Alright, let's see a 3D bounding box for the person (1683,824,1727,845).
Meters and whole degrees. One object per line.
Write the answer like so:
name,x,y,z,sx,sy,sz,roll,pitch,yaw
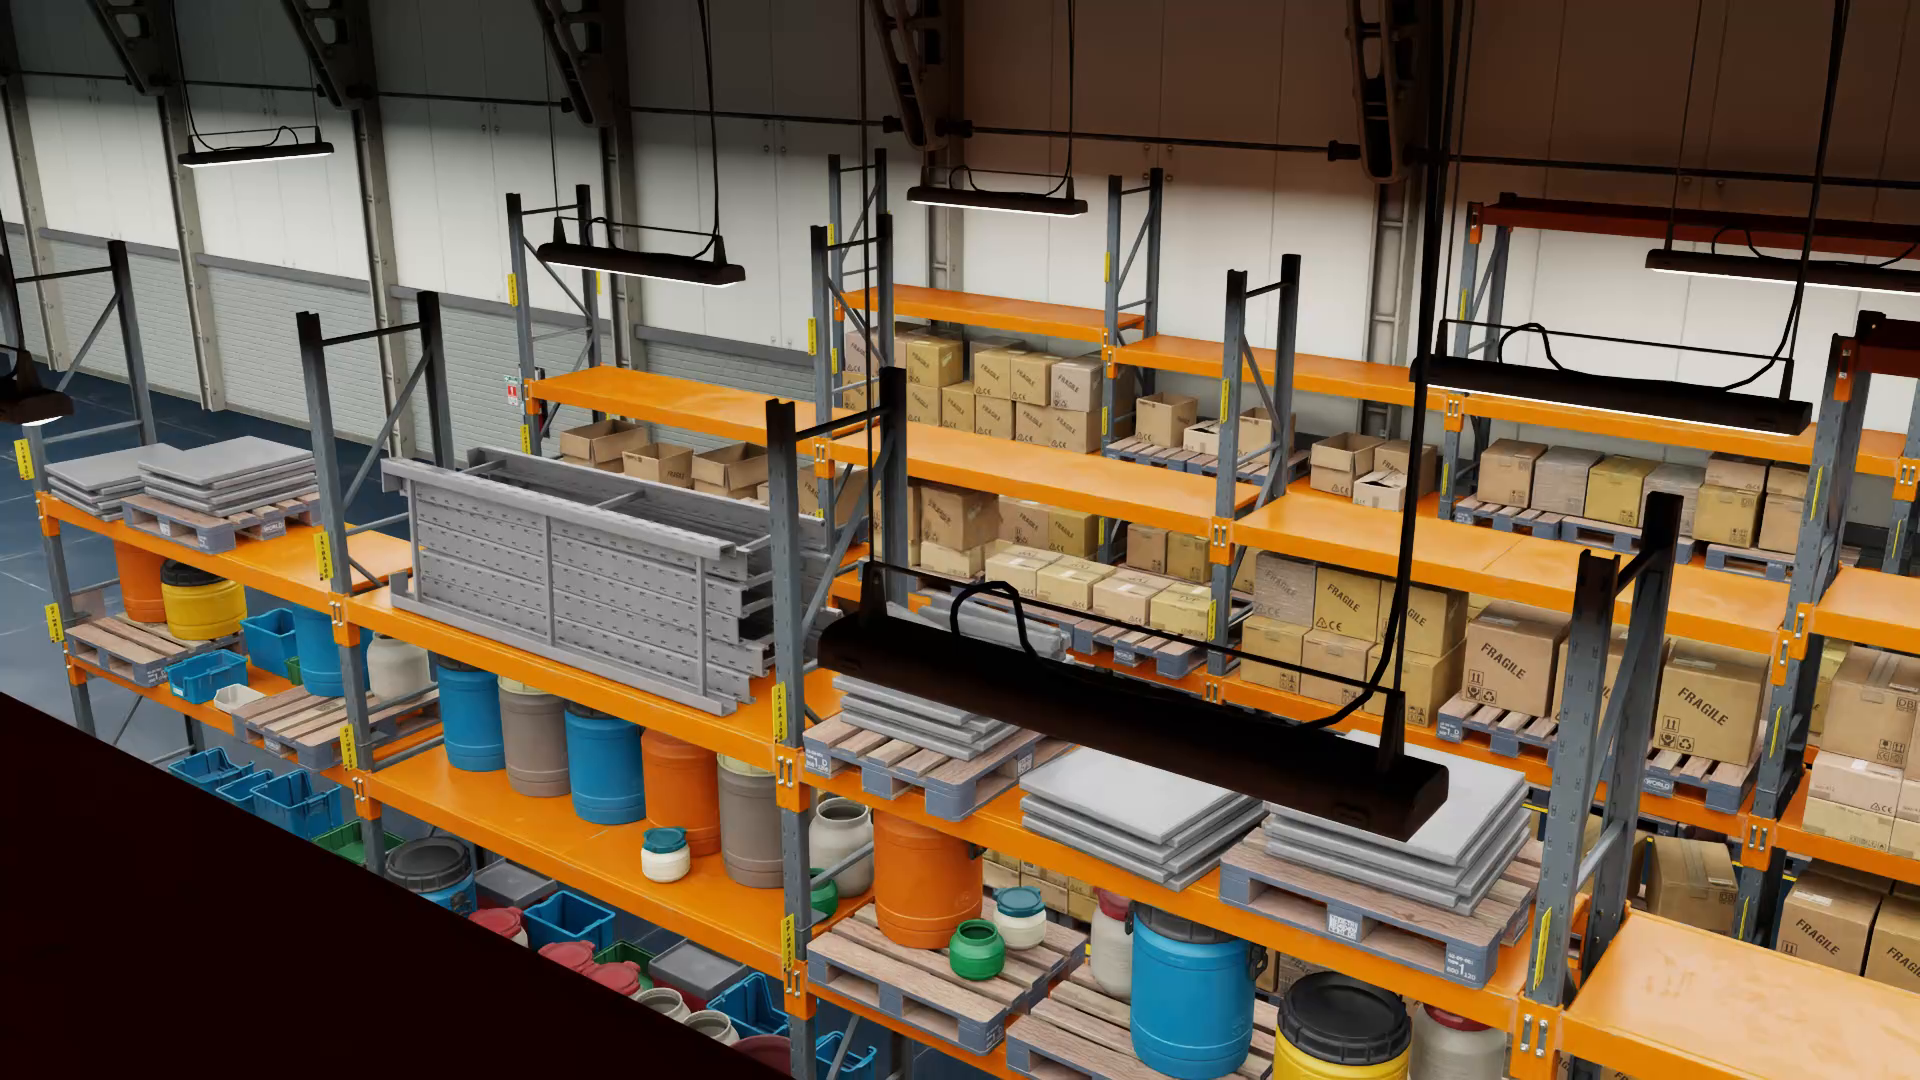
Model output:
person,6.124,2.785,13.989,1.115,1.716,0.635,11,21,29
